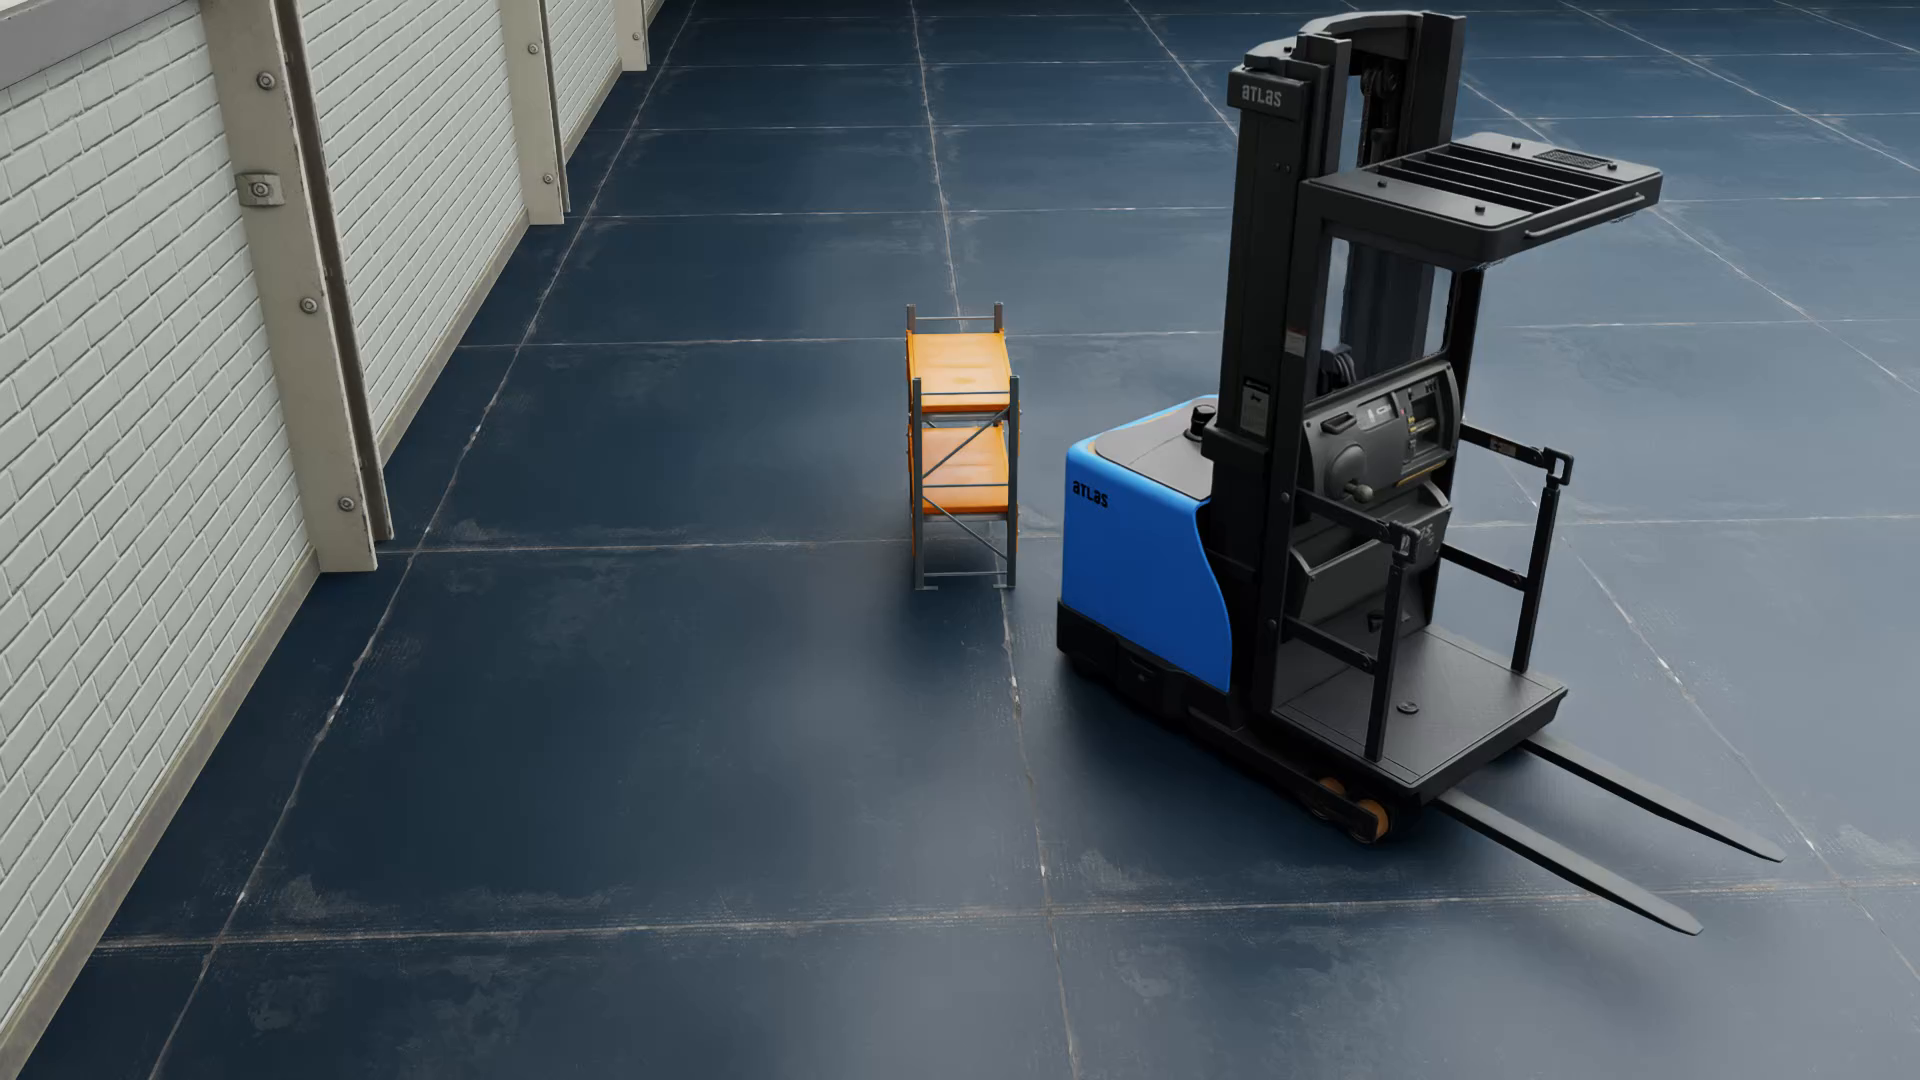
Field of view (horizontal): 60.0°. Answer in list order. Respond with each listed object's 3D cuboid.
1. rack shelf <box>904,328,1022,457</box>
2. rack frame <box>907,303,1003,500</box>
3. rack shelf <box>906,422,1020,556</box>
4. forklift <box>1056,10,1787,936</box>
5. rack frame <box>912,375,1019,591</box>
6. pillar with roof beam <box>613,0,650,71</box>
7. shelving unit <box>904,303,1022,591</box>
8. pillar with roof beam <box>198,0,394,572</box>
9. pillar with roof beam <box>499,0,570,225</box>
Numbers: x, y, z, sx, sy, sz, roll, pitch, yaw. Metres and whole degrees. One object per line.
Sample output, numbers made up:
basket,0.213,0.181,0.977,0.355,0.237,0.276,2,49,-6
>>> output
rack shelf,0.000,-0.755,8.349,0.538,0.278,1.000,-1,28,-3
rack frame,-0.026,-0.730,8.934,0.500,1.125,0.032,-1,28,-3
rack shelf,0.000,-0.279,8.597,0.538,0.278,1.000,-1,28,-3
forklift,1.783,-0.384,6.317,1.130,2.935,3.031,-22,34,-35
rack frame,0.027,-0.261,8.034,0.500,1.125,0.032,-1,28,-3
pillar with roof beam,0.535,-9.567,17.362,9.100,9.000,0.400,-1,28,-3
shelving unit,0.000,-0.496,8.484,0.538,1.125,1.048,-1,28,-3
pillar with roof beam,1.162,-4.025,6.737,9.100,9.000,0.400,-1,28,-3
pillar with roof beam,0.849,-6.796,12.049,9.100,9.000,0.400,-1,28,-3
